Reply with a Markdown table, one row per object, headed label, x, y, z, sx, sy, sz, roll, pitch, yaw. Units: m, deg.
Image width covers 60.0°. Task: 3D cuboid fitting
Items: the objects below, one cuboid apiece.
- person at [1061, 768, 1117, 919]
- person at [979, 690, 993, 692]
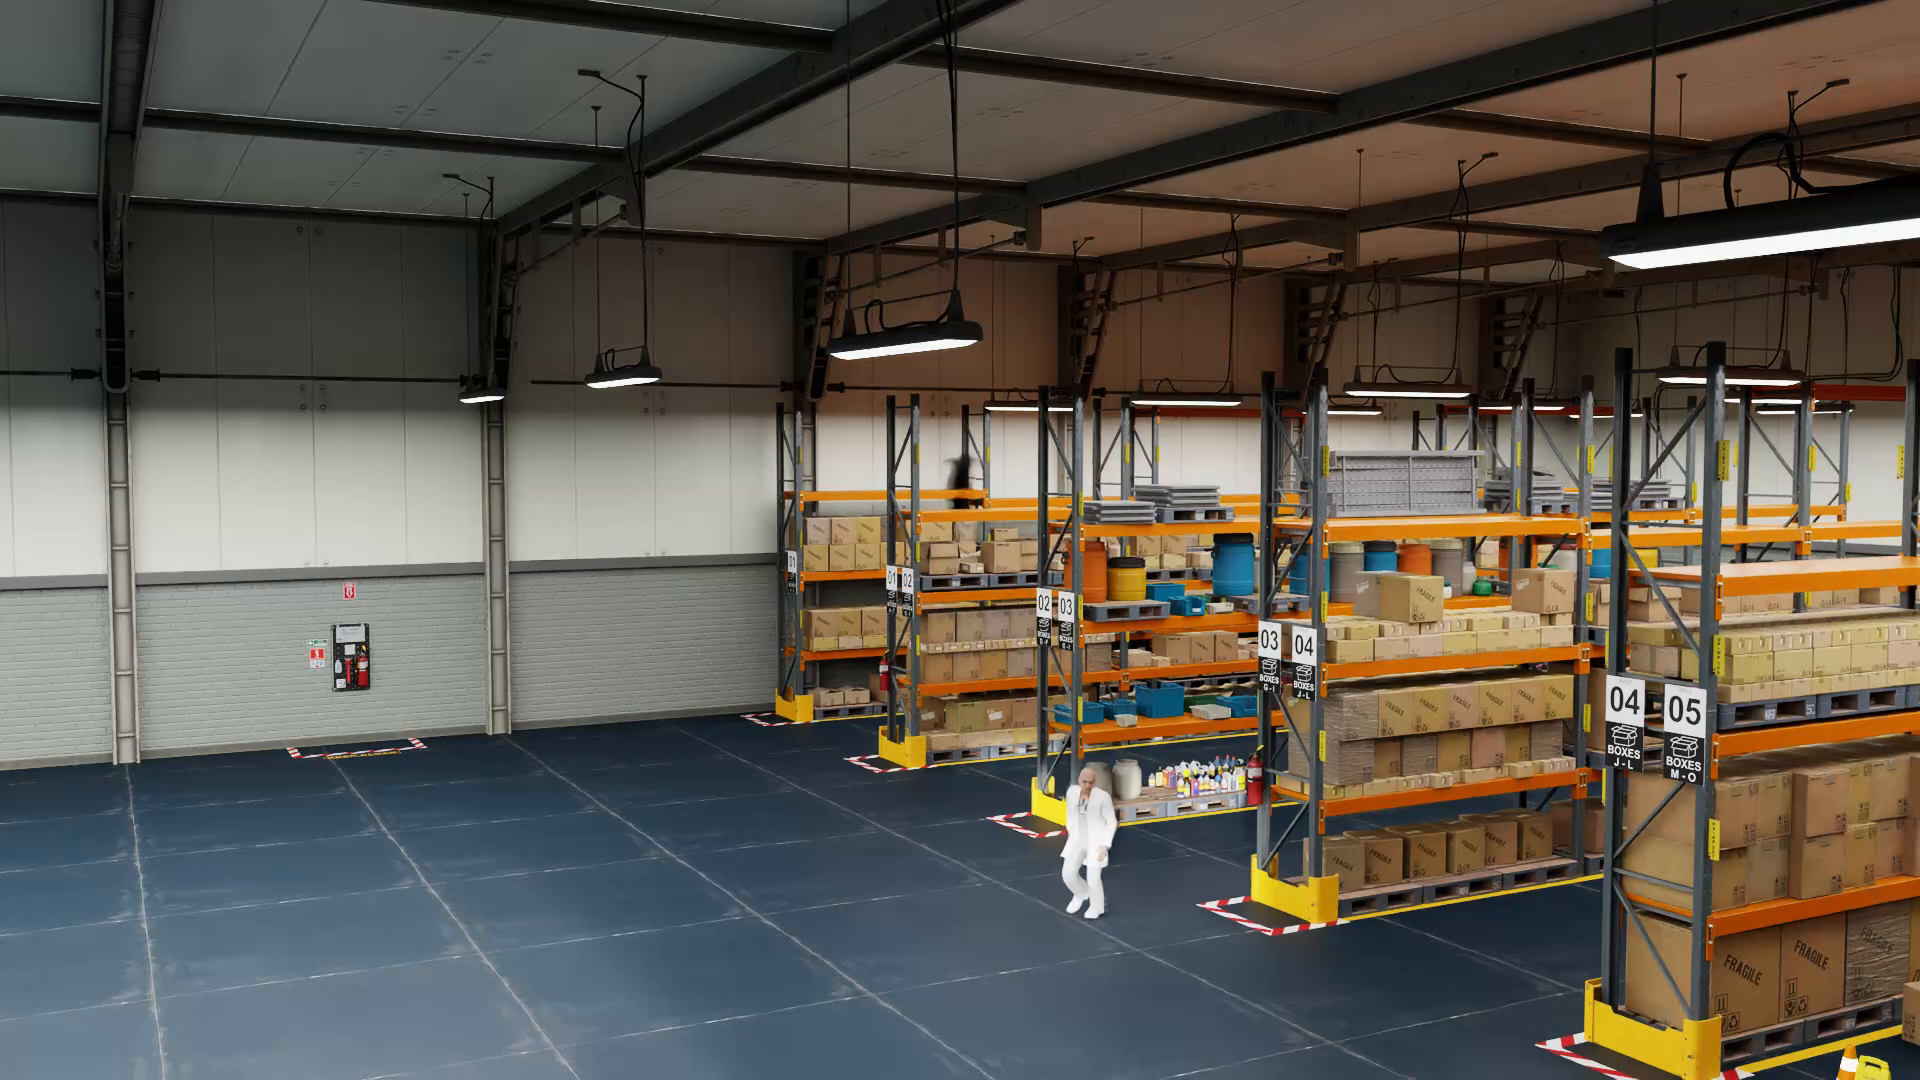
| label | x | y | z | sx | sy | sz | roll | pitch | yaw |
| --- | --- | --- | --- | --- | --- | --- | --- | --- | --- |
| person | 1.399 | 3.283 | 18.031 | 0.684 | 1.702 | 0.701 | 2 | 4 | 26 |
| person | 0.430 | 2.697 | 29.960 | 0.541 | 1.582 | 0.637 | 0 | 3 | -7 |
